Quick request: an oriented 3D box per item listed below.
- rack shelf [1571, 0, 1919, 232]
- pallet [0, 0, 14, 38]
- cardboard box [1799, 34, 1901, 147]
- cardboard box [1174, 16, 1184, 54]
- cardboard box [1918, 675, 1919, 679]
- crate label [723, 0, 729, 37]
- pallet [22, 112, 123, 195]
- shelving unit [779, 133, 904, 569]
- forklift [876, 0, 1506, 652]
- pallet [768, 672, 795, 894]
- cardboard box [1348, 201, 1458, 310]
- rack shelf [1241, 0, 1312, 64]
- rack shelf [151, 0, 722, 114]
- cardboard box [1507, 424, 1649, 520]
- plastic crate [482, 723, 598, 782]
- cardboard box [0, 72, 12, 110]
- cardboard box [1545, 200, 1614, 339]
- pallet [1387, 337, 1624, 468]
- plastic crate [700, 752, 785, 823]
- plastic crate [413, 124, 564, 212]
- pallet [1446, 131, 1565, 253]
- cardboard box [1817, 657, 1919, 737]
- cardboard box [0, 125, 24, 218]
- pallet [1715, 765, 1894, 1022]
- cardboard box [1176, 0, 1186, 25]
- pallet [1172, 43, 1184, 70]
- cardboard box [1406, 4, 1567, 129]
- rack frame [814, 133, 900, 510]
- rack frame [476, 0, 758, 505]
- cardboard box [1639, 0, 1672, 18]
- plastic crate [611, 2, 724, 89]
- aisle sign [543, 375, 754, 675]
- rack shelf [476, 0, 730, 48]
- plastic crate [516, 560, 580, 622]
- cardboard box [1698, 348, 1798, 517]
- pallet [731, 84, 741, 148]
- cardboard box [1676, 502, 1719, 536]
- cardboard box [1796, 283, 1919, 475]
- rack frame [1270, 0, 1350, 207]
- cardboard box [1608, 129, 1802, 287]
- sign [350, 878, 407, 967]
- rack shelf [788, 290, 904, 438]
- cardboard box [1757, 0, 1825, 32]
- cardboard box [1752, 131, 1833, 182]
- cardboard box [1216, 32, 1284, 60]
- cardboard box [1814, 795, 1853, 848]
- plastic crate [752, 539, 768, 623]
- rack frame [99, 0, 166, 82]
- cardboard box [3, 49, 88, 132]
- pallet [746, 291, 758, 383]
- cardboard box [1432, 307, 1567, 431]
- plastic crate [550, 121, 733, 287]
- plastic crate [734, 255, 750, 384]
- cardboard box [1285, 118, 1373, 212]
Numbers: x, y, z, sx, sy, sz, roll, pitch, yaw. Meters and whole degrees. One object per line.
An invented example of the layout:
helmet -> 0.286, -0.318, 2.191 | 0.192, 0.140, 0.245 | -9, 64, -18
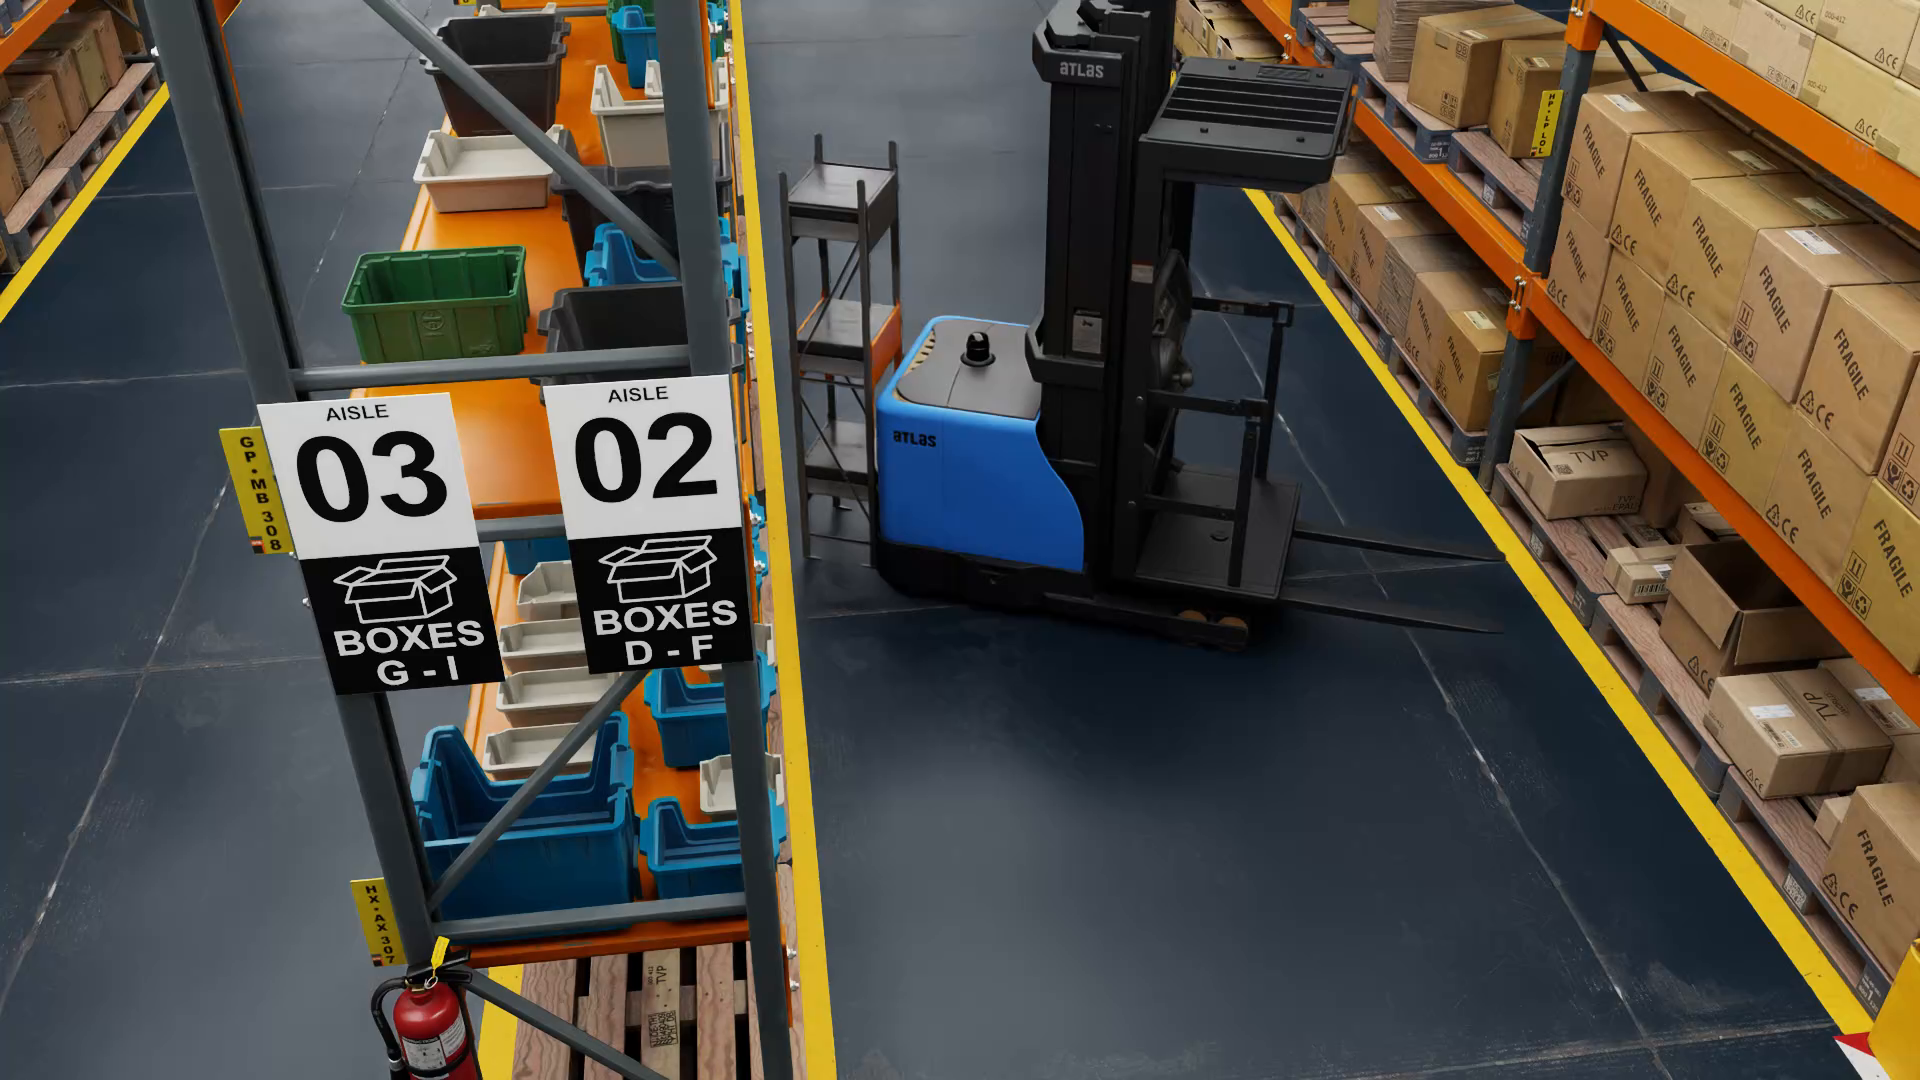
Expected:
rack shelf -> 3.638, -1.392, 6.104 | 1.077, 0.370, 4.000 | -4, 35, -6
pallet -> -7.187, -3.360, 11.187 | 1.213, 0.211, 1.003 | -4, 35, -6
cardboard box -> 3.389, -1.616, 5.927 | 0.500, 0.250, 0.500 | -4, 35, -6
cardboard box -> 2.170, -4.538, 14.814 | 0.500, 0.250, 0.500 | -4, 34, -5
cardboard box -> 3.577, 0.396, 5.417 | 0.500, 0.500, 0.500 | -3, 34, -5
crate label -> -1.763, -3.619, 11.546 | 0.303, 0.233, 0.416 | -4, 35, -6
pallet -> -7.250, -3.013, 12.984 | 1.003, 0.211, 1.213 | -4, 35, -6
shelving unit -> -0.552, -0.883, 8.181 | 0.431, 2.100, 0.503 | 8, 35, 12
forklift -> 1.162, -1.010, 7.629 | 3.031, 2.935, 1.130 | 9, 35, 13
pallet -> -1.235, 1.049, 7.023 | 1.003, 0.211, 1.213 | -4, 35, -6
cardboard box -> 2.823, -1.808, 10.569 | 0.500, 0.500, 0.500 | -5, 35, -8
rack shelf -> 2.563, -4.617, 13.500 | 1.077, 0.370, 4.000 | -4, 35, -6
rack shelf -> -1.270, -2.093, 4.825 | 1.077, 0.370, 4.000 | -4, 35, -6
cardboard box -> 3.212, -0.386, 8.649 | 0.500, 0.311, 0.500 | -4, 35, -6
plastic crate -> -1.291, 0.682, 5.266 | 0.396, 0.136, 0.243 | -4, 35, -6
cardboard box -> -7.187, -3.175, 11.909 | 0.500, 0.250, 0.500 | -1, 34, -1
cardboard box -> 3.168, -1.302, 7.908 | 0.500, 0.500, 0.500 | -4, 34, -5
pallet -> 3.223, -0.864, 9.831 | 1.003, 0.211, 1.213 | -4, 35, -6
plastic crate -> -0.670, 0.776, 5.129 | 0.250, 0.136, 0.298 | -4, 35, -6
plastic crate -> -1.525, -1.225, 5.455 | 0.437, 0.136, 0.530 | -4, 35, -6
pallet -> 3.370, -1.941, 9.104 | 1.003, 0.211, 1.213 | -4, 35, -6
cardboard box -> 3.981, 0.738, 7.055 | 0.500, 0.250, 0.500 | -4, 35, -6
cardboard box -> -7.095, -2.571, 11.688 | 0.700, 0.500, 0.500 | -6, 35, -9
pallet -> 3.789, 1.332, 6.609 | 1.003, 0.211, 1.213 | -4, 35, -6
cardboard box -> 2.164, -4.770, 14.656 | 0.500, 0.311, 0.500 | -5, 35, -7
pallet -> 2.431, -4.470, 15.121 | 1.003, 0.211, 1.213 | -4, 35, -6
cardboard box -> 3.071, -2.762, 9.677 | 0.700, 0.500, 0.500 | -13, 36, -18
rack frame -> -0.490, -1.016, 8.376 | 0.400, 2.100, 0.015 | 8, 35, 12
rack frame -> -1.539, -1.193, 7.837 | 1.000, 3.000, 0.127 | -4, 35, -6
cardboard box -> 3.190, -2.453, 7.156 | 0.500, 0.250, 0.500 | -4, 35, -6
plastic crate -> -1.101, -1.879, 6.329 | 0.416, 0.233, 0.300 | -4, 35, -6
aisle sign -> -0.697, -0.017, 3.803 | 0.394, 0.787, 0.004 | -4, 35, -6
rack shelf -> -1.808, -3.251, 8.832 | 1.077, 0.370, 4.000 | -4, 35, -6
plastic crate -> -1.435, 0.202, 5.971 | 0.298, 0.136, 0.250 | -4, 35, -6
cardboard box -> 3.375, -0.454, 6.663 | 0.500, 0.500, 0.500 | -5, 35, -7
pallet -> -2.304, -3.387, 13.533 | 1.003, 0.211, 1.213 | -4, 35, -6
cardboard box -> 3.837, -0.068, 8.327 | 0.380, 0.149, 0.250 | -4, 35, -6
cardboard box -> 3.432, -0.586, 5.970 | 0.500, 0.500, 0.500 | -3, 34, -5
rack frame -> 2.832, -3.798, 11.659 | 1.000, 3.000, 0.127 | -4, 35, -6
cardboard box -> 3.224, -1.448, 7.235 | 0.500, 0.500, 0.500 | -5, 35, -8
sign -> -1.544, 1.023, 4.441 | 0.100, 0.325, 0.005 | -4, 35, -6
rack shelf -> -0.552, -0.871, 8.188 | 0.431, 0.518, 0.480 | 8, 35, 12
cardboard box -> 3.313, -2.101, 6.195 | 0.500, 0.250, 0.500 | -4, 35, -6
cardboard box -> 3.766, -1.472, 7.270 | 0.500, 0.500, 0.500 | -5, 35, -7
cardboard box -> 2.376, -3.912, 13.398 | 0.500, 0.311, 0.500 | -5, 35, -7
cardboard box -> 3.625, 1.138, 6.542 | 0.380, 0.166, 0.250 | -4, 35, -6
plastic crate -> -0.885, 0.186, 5.908 | 0.416, 0.233, 0.300 | -4, 35, -6
rack frame -> -7.523, -5.282, 13.837 | 1.000, 3.000, 0.127 | -4, 35, -6
cardboard box -> -7.341, -3.507, 13.061 | 0.700, 0.500, 0.500 | -7, 35, -10
pallet -> -1.769, -1.156, 10.259 | 1.003, 0.211, 1.213 | -4, 35, -6
cardboard box -> 3.019, -0.968, 9.336 | 0.500, 0.500, 0.500 | -5, 35, -7
plastic crate -> -0.935, -1.048, 5.015 | 0.504, 0.338, 0.767 | -4, 35, -6
plastic crate -> -1.139, -0.976, 7.480 | 0.392, 0.384, 0.575 | -4, 35, -6
cardboard box -> 2.610, -2.671, 11.835 | 0.500, 0.500, 0.500 | -3, 34, -4
